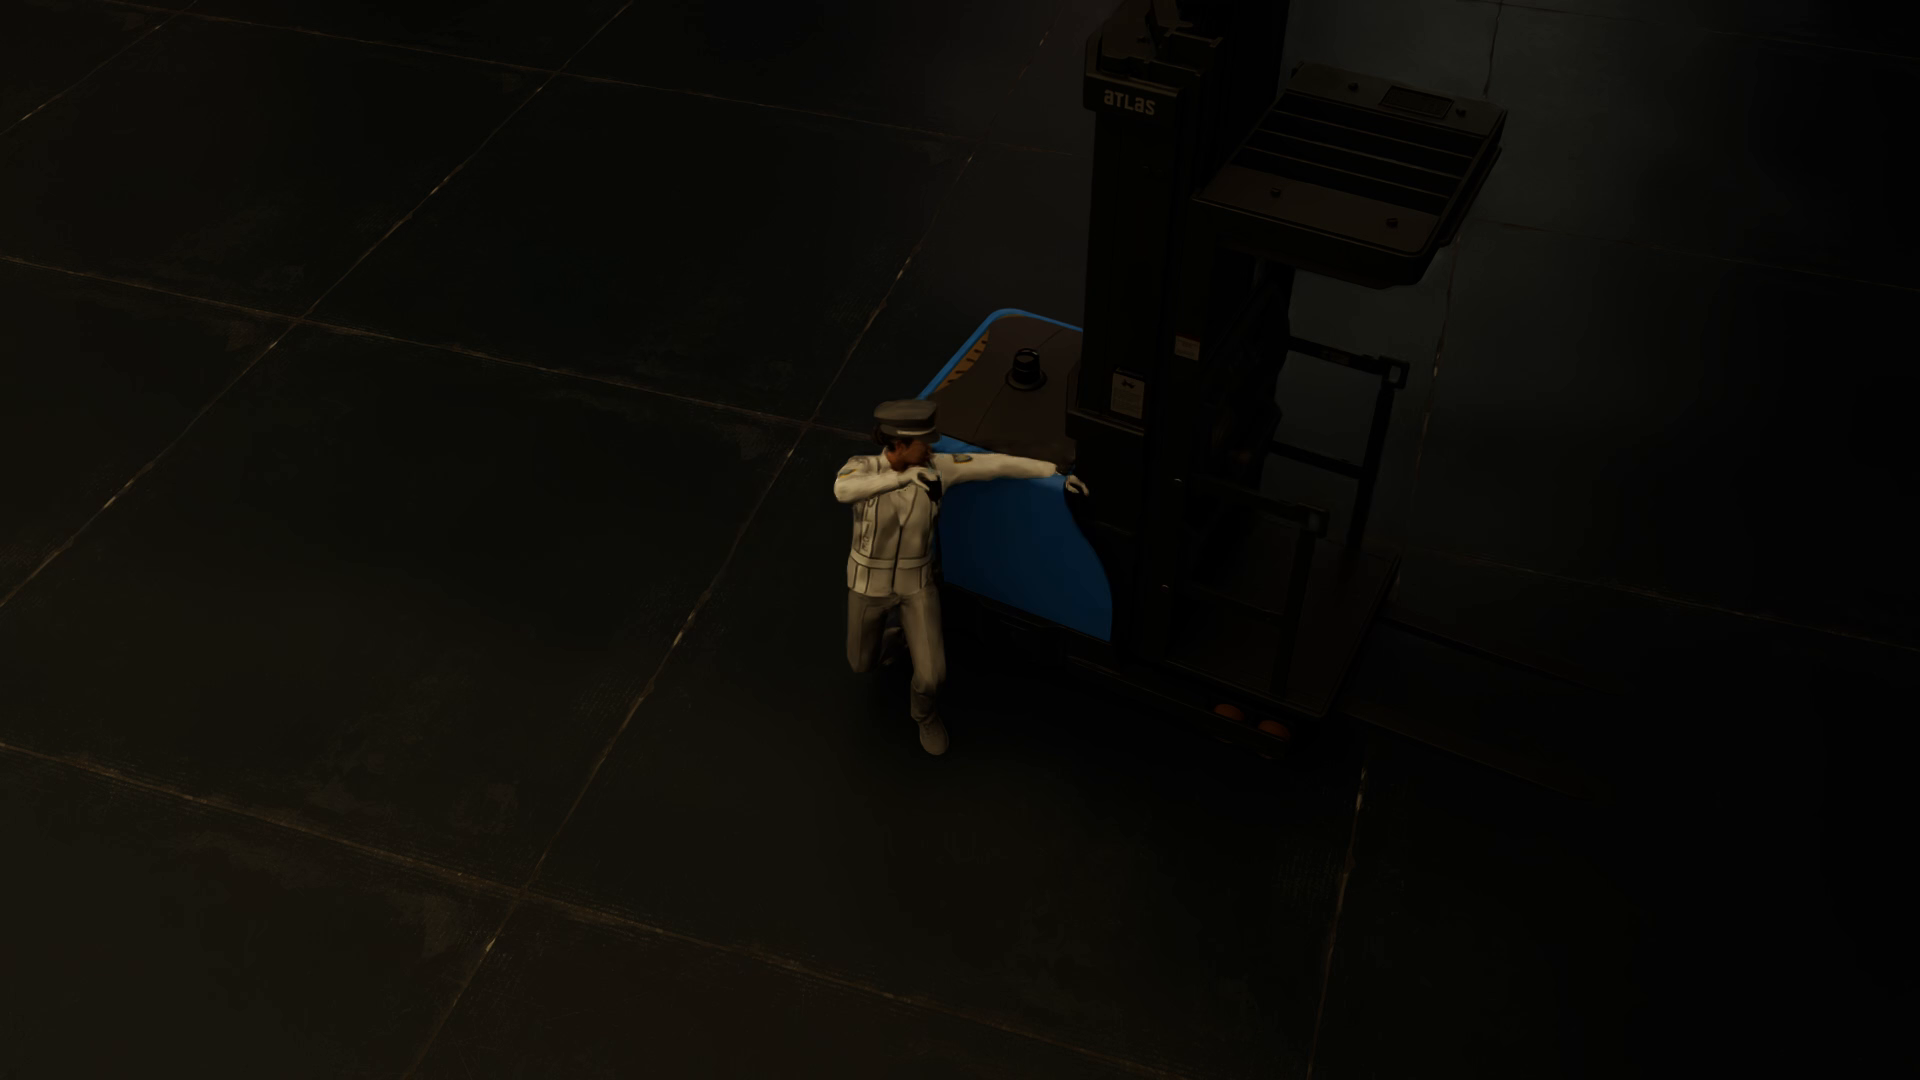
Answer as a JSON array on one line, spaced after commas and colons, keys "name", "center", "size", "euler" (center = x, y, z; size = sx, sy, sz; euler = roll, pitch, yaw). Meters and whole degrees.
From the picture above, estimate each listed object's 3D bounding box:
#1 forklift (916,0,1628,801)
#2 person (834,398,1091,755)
[{"name": "forklift", "center": [1.264, -0.583, 6.316], "size": [3.031, 2.935, 1.130], "euler": [20, 46, 20]}, {"name": "person", "center": [0.024, 0.180, 6.646], "size": [0.997, 1.508, 0.764], "euler": [-1, 43, -1]}]
